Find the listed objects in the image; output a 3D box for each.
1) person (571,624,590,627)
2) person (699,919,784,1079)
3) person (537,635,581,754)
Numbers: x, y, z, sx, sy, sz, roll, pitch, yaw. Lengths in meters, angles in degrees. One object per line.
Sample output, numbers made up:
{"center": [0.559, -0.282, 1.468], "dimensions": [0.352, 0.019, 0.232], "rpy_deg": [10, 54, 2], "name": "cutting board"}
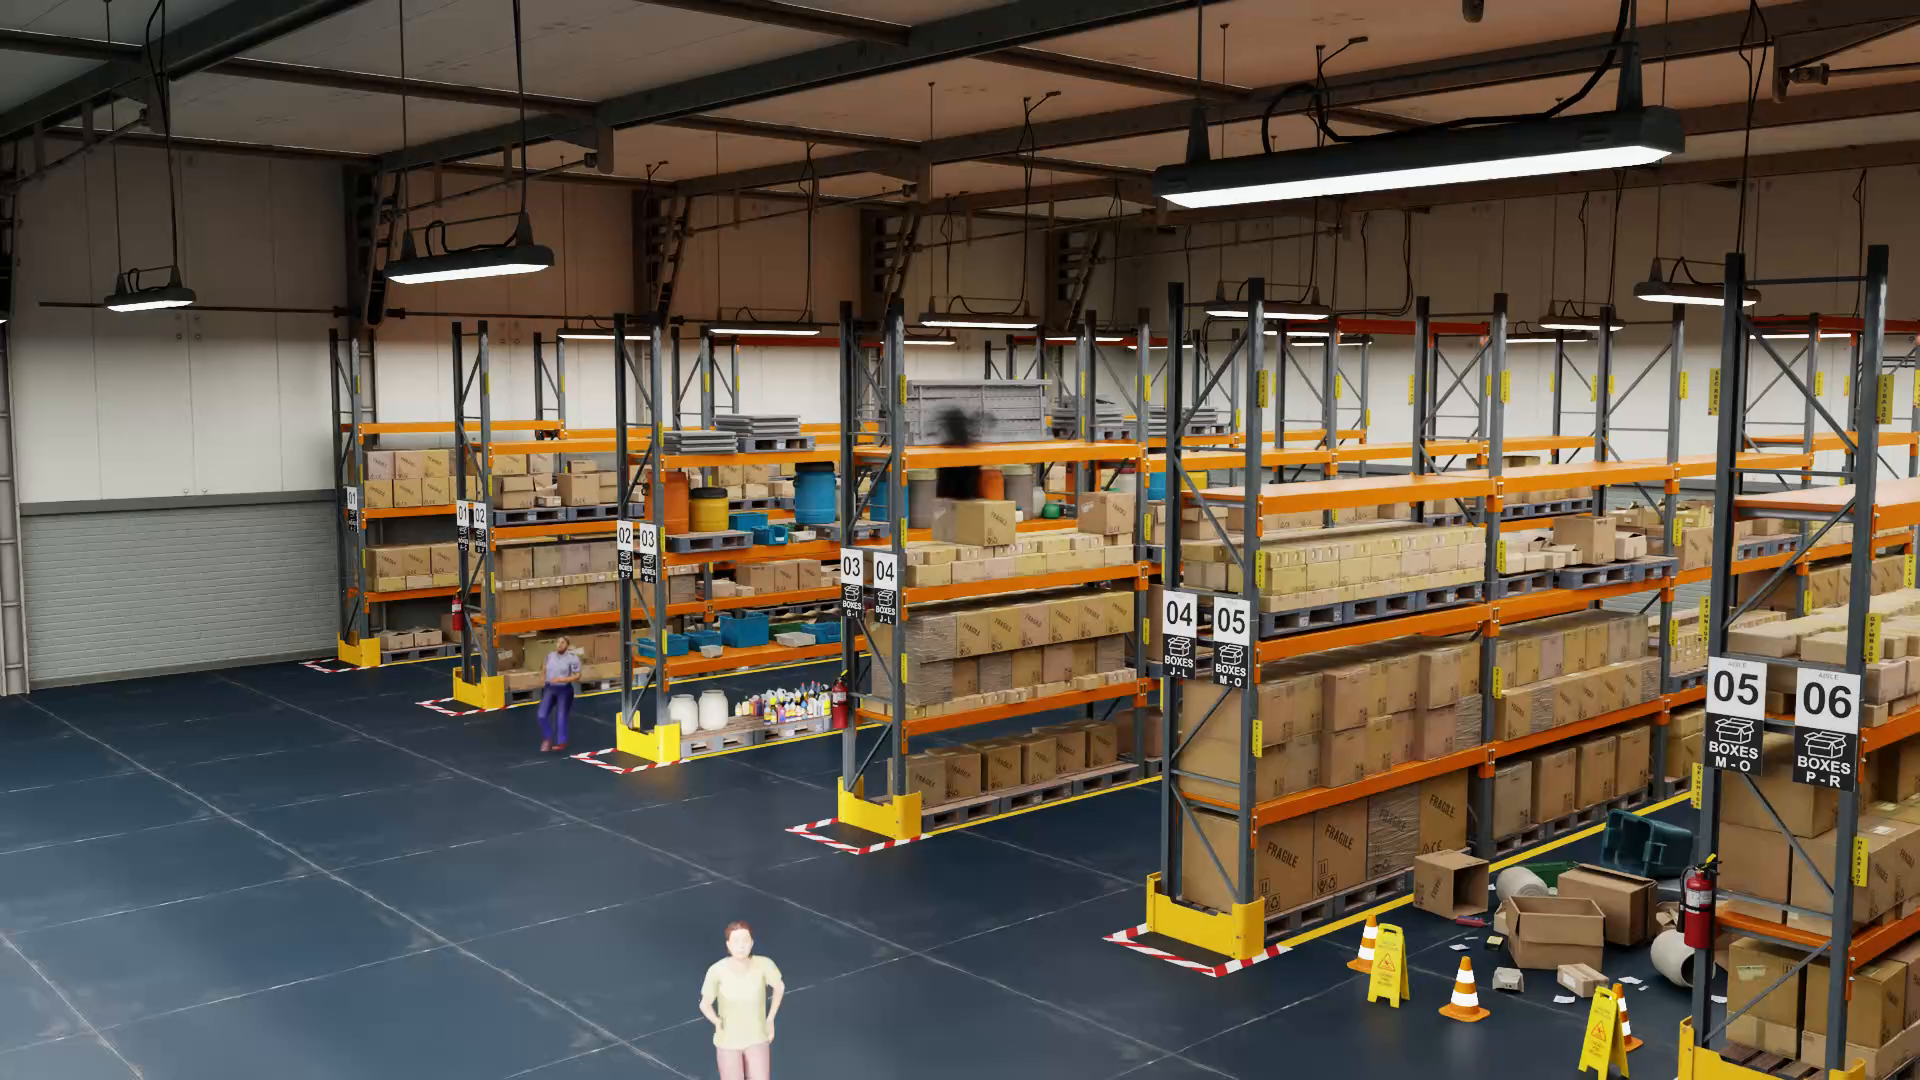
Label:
{"center": [-6.660, 1.396, 29.616], "dimensions": [0.712, 1.738, 0.829], "rpy_deg": [6, 8, 45], "name": "person"}
{"center": [-1.409, 3.281, 10.798], "dimensions": [0.554, 1.628, 0.551], "rpy_deg": [-1, 6, -8], "name": "person"}
{"center": [-5.488, 2.122, 22.788], "dimensions": [0.623, 1.634, 0.599], "rpy_deg": [0, 6, 4], "name": "person"}
